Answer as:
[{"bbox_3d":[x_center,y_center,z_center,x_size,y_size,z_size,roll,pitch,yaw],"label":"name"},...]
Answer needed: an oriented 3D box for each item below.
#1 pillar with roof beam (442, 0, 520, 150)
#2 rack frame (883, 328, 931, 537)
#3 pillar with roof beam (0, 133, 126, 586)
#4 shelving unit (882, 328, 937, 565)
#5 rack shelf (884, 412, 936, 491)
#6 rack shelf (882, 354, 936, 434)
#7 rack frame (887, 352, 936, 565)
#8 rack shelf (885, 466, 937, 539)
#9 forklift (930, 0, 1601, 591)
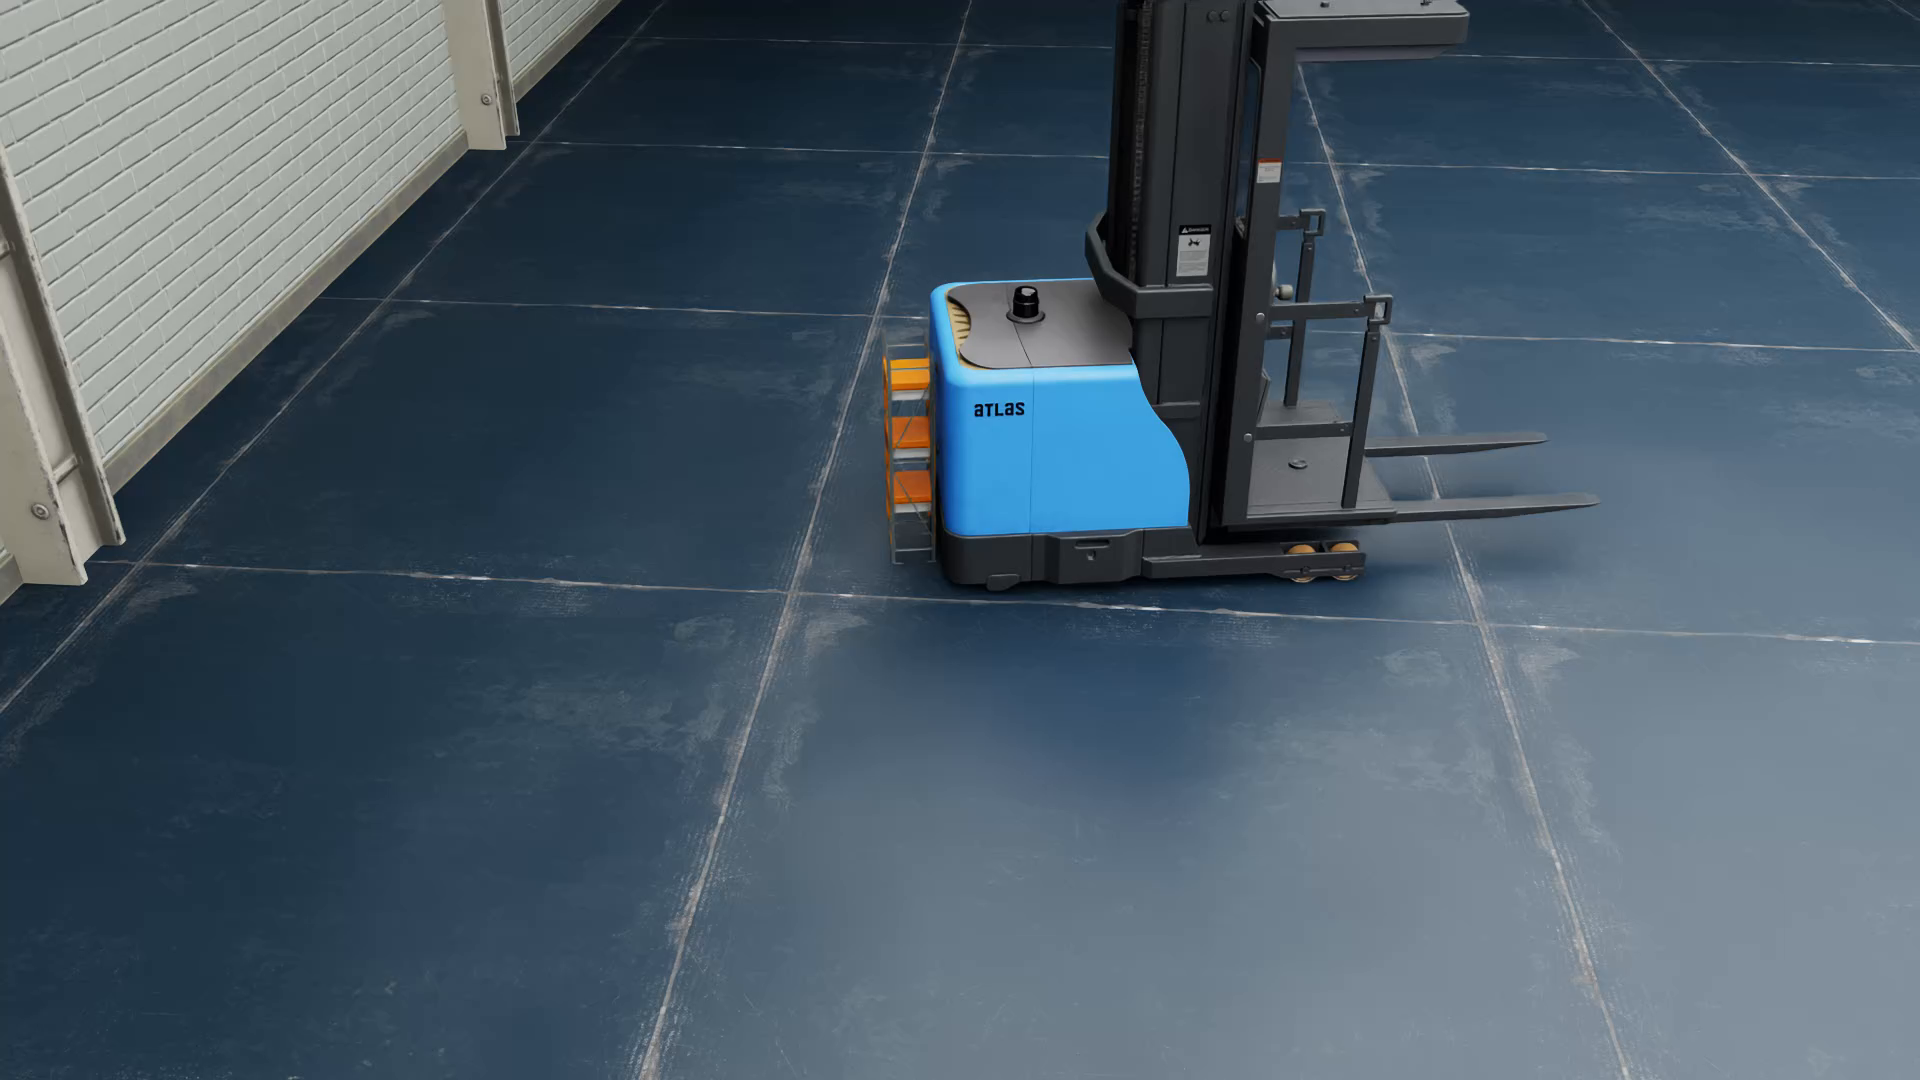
[{"bbox_3d":[0.724,-6.692,10.031,9.100,9.000,0.400,2,32,4],"label":"pillar with roof beam"},{"bbox_3d":[-0.236,-0.469,7.511,0.200,1.050,0.008,-3,32,-5],"label":"rack frame"},{"bbox_3d":[0.235,-3.554,4.940,9.100,9.000,0.400,2,32,4],"label":"pillar with roof beam"},{"bbox_3d":[-0.223,-0.406,7.407,0.215,1.050,0.252,-3,32,-5],"label":"shelving unit"},{"bbox_3d":[-0.223,-0.397,7.413,0.215,0.259,0.240,-3,32,-5],"label":"rack shelf"},{"bbox_3d":[-0.223,-0.638,7.264,0.215,0.259,0.240,-3,32,-5],"label":"rack shelf"},{"bbox_3d":[-0.211,-0.342,7.304,0.200,1.050,0.008,-3,32,-5],"label":"rack frame"},{"bbox_3d":[-0.223,-0.160,7.559,0.215,0.259,0.240,-3,32,-5],"label":"rack shelf"},{"bbox_3d":[1.397,-1.332,7.118,3.031,2.935,1.130,-3,32,-4],"label":"forklift"}]
